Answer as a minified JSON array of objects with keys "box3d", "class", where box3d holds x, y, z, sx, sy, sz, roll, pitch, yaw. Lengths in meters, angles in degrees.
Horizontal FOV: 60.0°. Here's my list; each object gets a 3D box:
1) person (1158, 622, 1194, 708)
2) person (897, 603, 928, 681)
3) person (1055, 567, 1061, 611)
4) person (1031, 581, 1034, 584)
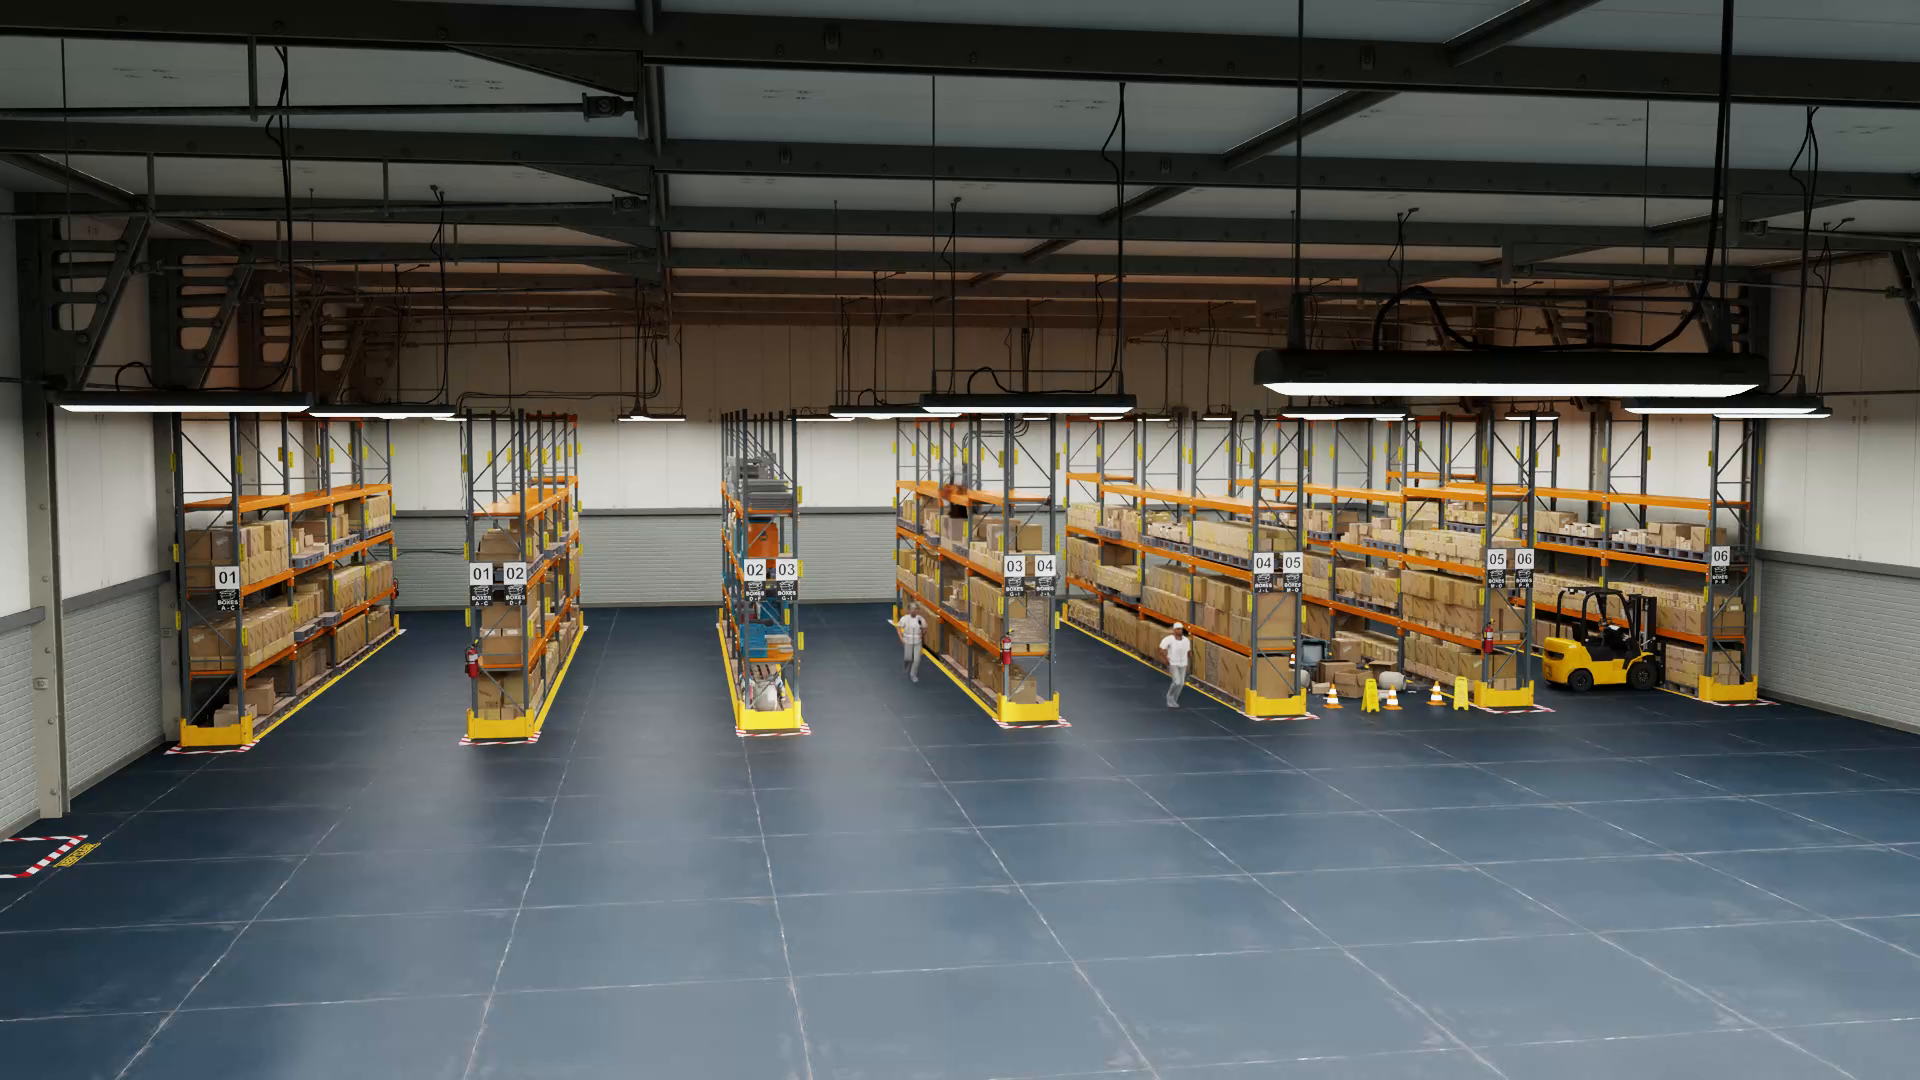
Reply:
[{"box3d":[4.379,2.522,33.400,0.671,1.730,0.617,-2,4,-22],"class":"person"},{"box3d":[-1.048,2.270,37.083,0.692,1.755,0.611,-1,4,-7],"class":"person"},{"box3d":[2.652,1.420,49.403,0.818,1.760,0.665,-3,5,-33],"class":"person"},{"box3d":[1.910,1.571,48.660,0.583,1.554,0.603,2,5,30],"class":"person"}]
